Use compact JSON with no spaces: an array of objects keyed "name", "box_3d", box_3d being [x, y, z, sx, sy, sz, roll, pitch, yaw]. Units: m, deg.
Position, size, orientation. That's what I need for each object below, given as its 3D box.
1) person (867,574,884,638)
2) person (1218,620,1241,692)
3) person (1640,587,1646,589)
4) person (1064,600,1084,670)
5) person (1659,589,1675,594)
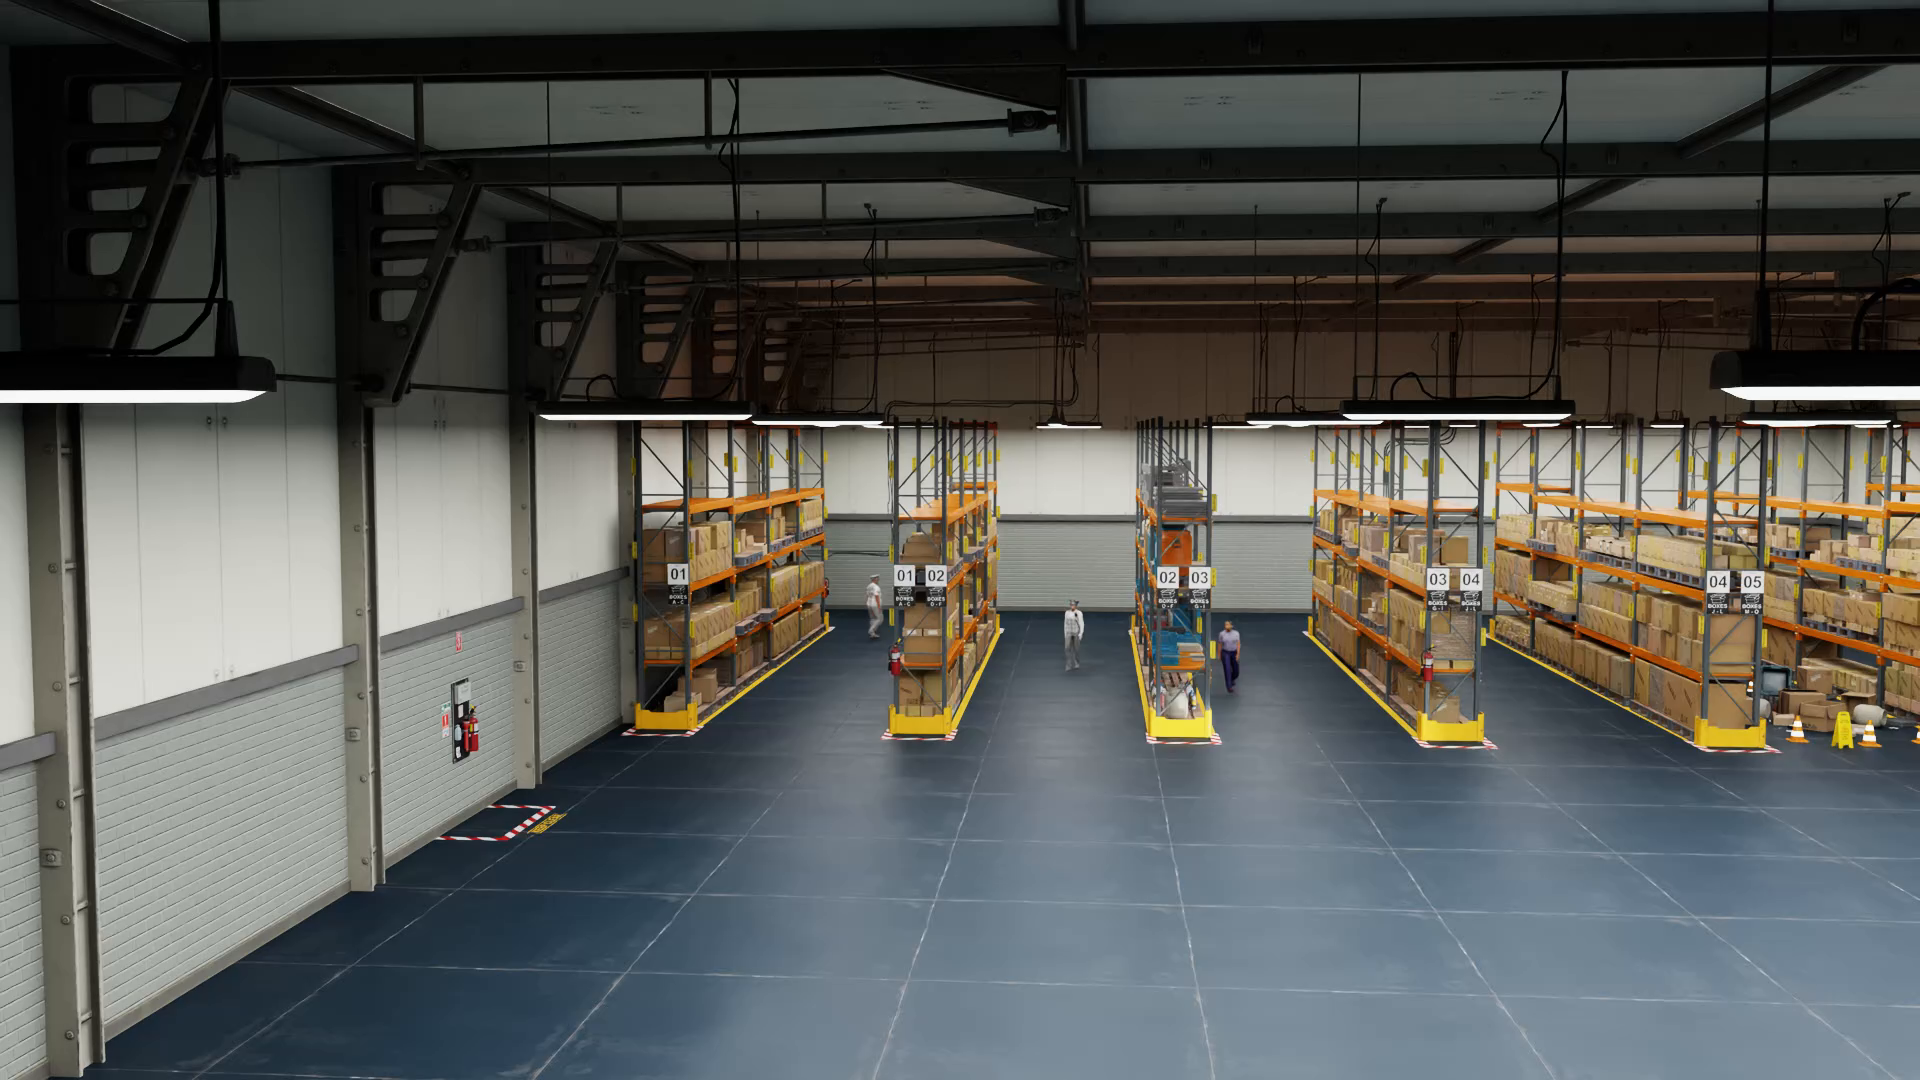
[{"name":"person","box_3d":[-2.402,1.840,46.089,0.516,1.758,0.573,-2,4,-33]},{"name":"person","box_3d":[5.979,2.537,36.815,0.472,1.542,1.059,0,4,-2]},{"name":"person","box_3d":[18.359,2.012,44.766,0.520,1.533,1.012,1,4,16]},{"name":"person","box_3d":[2.744,2.292,40.091,0.537,1.735,0.516,2,4,23]},{"name":"person","box_3d":[21.194,1.610,49.742,0.996,1.732,0.573,0,4,-6]}]
